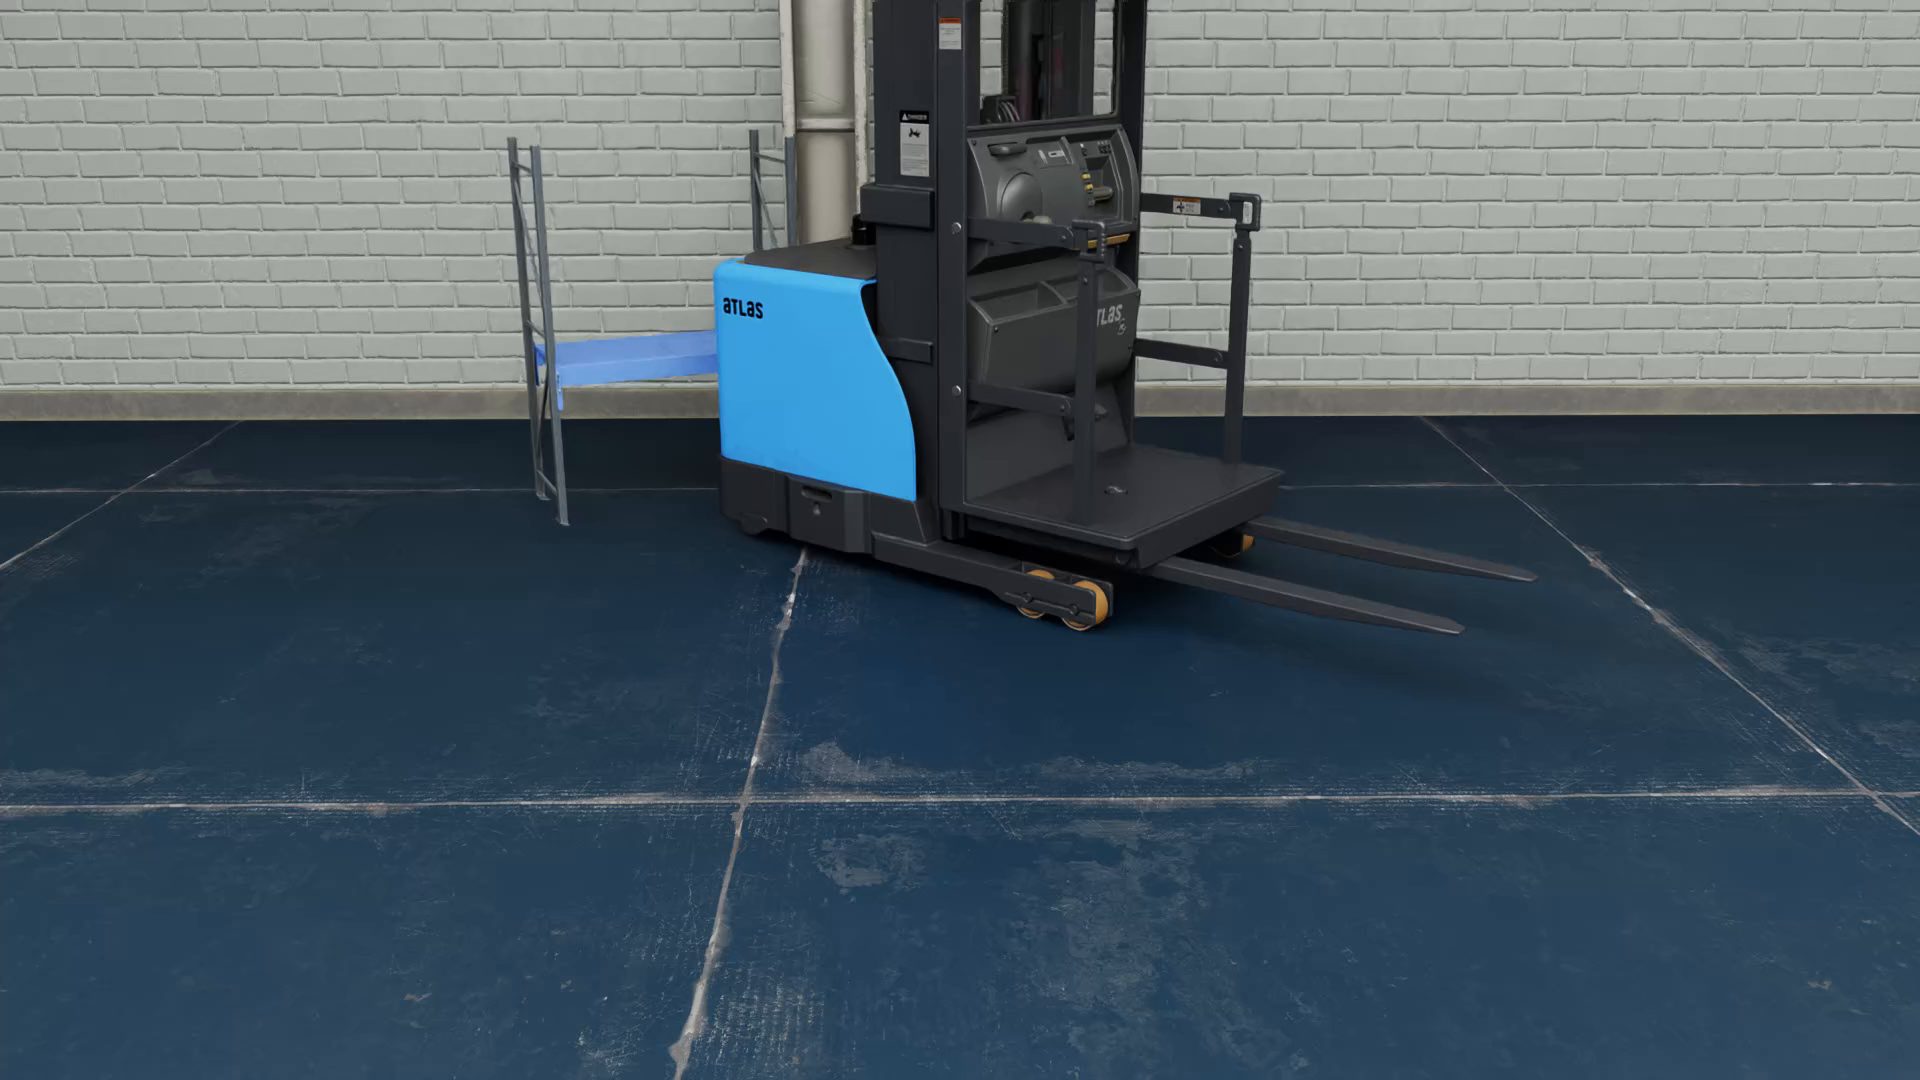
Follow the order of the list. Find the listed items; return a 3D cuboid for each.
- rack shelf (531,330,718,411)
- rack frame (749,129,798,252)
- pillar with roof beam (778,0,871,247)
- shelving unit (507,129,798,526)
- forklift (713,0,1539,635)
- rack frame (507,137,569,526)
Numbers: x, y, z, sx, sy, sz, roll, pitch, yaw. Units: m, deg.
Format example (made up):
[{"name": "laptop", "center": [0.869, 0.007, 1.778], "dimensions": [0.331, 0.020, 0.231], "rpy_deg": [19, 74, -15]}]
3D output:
[{"name": "rack shelf", "center": [-1.244, -0.735, 6.974], "dimensions": [1.000, 0.185, 0.538], "rpy_deg": [-8, 19, -24]}, {"name": "rack frame", "center": [-0.783, -0.972, 7.123], "dimensions": [0.032, 1.500, 0.500], "rpy_deg": [-8, 19, -24]}, {"name": "pillar with roof beam", "center": [-0.568, -3.557, 2.904], "dimensions": [0.400, 9.000, 9.100], "rpy_deg": [0, 18, -1]}, {"name": "shelving unit", "center": [-1.244, -0.907, 6.919], "dimensions": [1.048, 1.500, 0.538], "rpy_deg": [-8, 19, -24]}, {"name": "forklift", "center": [0.506, -1.273, 5.716], "dimensions": [3.031, 2.935, 1.130], "rpy_deg": [14, 22, 36]}, {"name": "rack frame", "center": [-1.705, -0.841, 6.714], "dimensions": [0.032, 1.500, 0.500], "rpy_deg": [-8, 19, -24]}]
